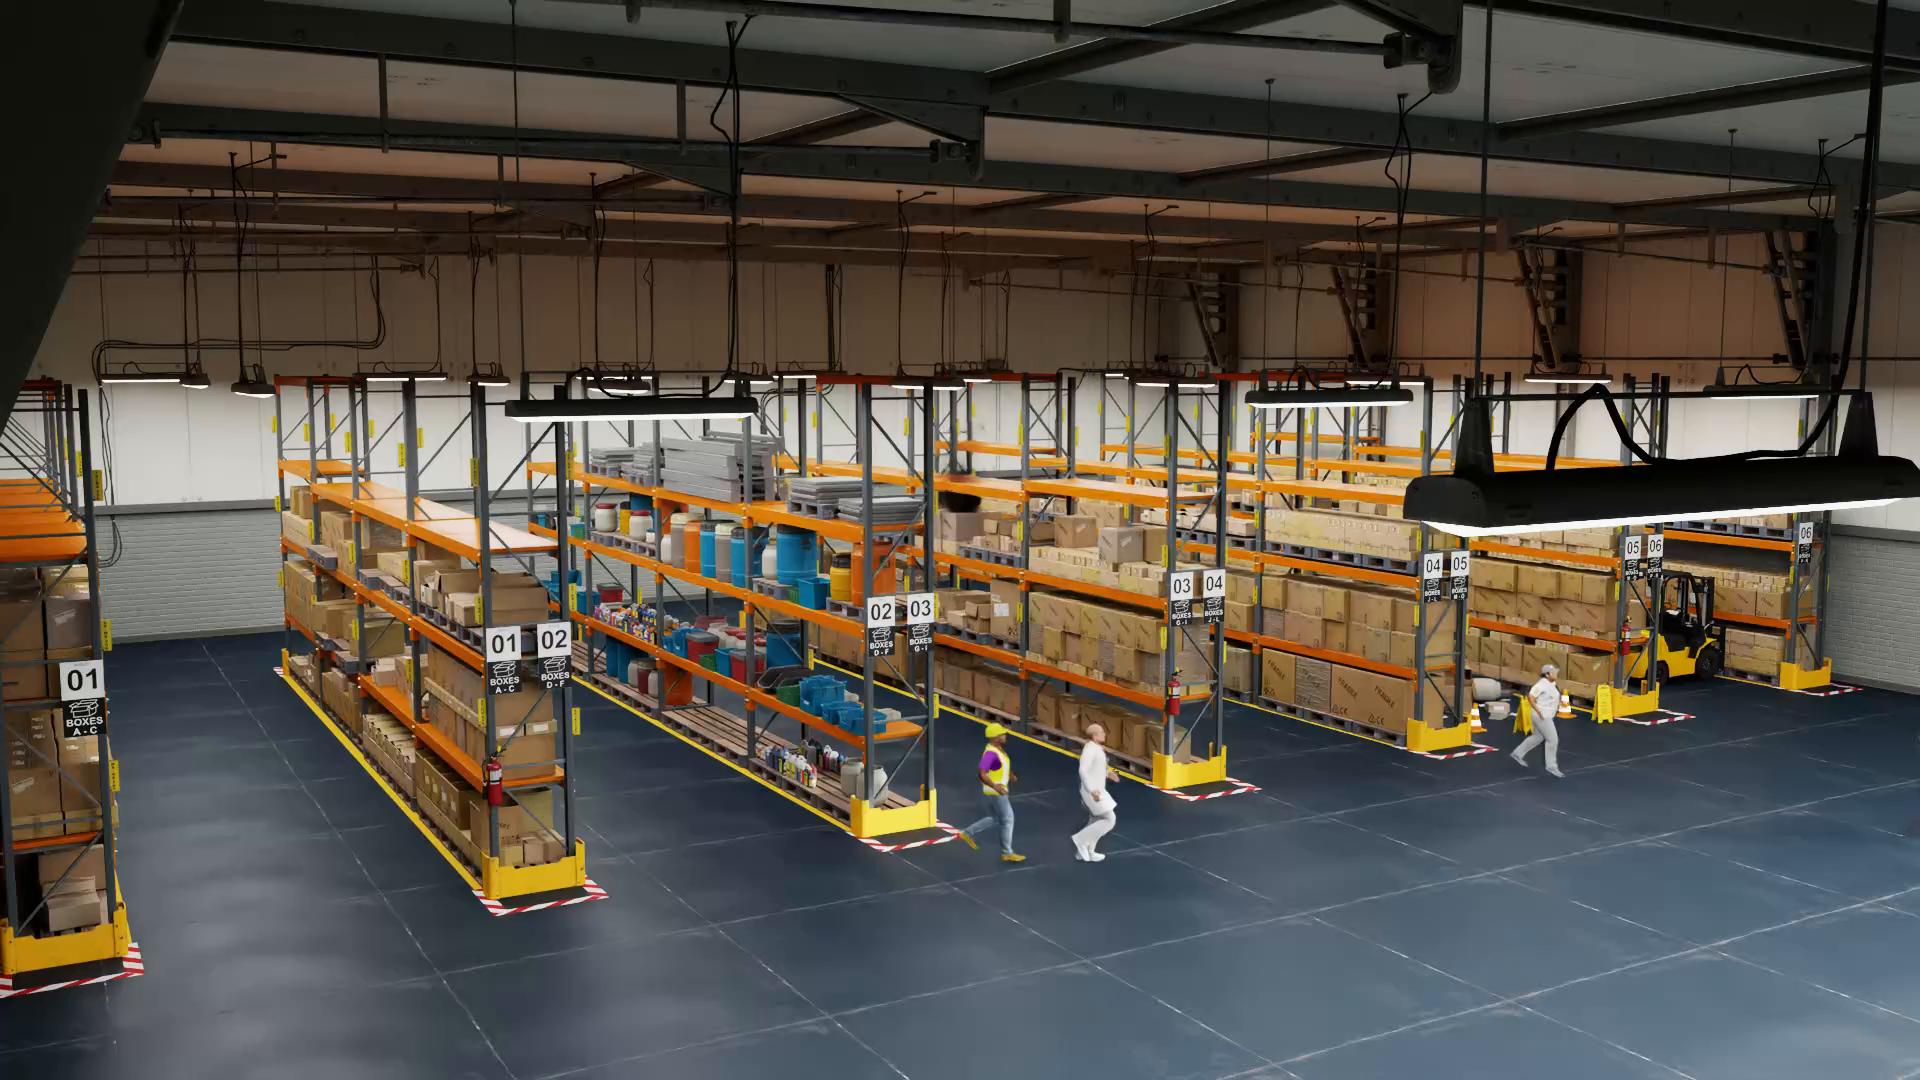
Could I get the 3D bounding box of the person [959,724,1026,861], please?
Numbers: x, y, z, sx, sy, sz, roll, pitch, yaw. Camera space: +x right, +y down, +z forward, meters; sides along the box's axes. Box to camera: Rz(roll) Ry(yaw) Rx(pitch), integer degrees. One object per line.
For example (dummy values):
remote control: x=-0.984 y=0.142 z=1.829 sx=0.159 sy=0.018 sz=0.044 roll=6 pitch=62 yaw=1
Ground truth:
person: x=0.404 y=3.165 z=20.910 sx=0.838 sy=1.747 sz=0.719 roll=0 pitch=6 yaw=3

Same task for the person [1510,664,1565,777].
person: x=8.870 y=2.728 z=25.424 sx=0.795 sy=1.704 sz=0.602 roll=3 pitch=7 yaw=26

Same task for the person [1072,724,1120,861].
person: x=1.714 y=3.177 z=20.942 sx=0.629 sy=1.747 sz=0.723 roll=0 pitch=6 yaw=-1
